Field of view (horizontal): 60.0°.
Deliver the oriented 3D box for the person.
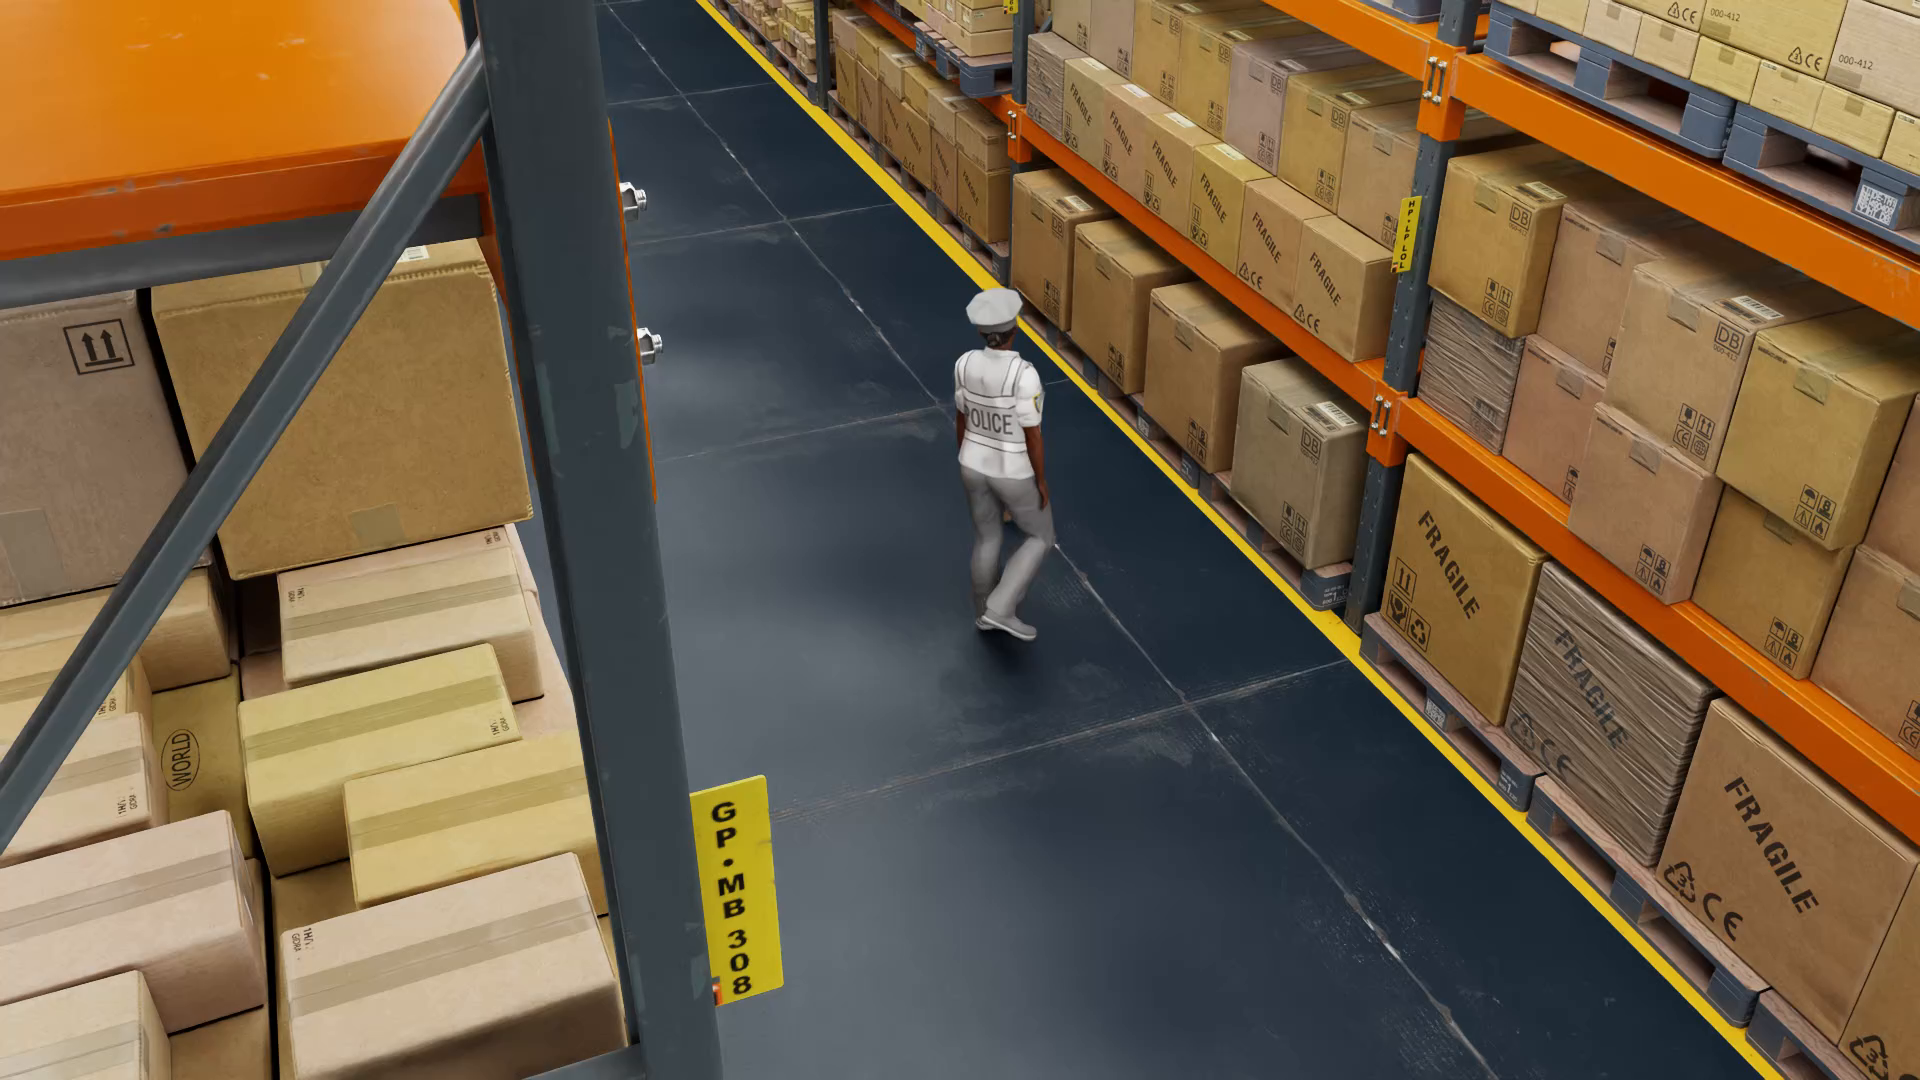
[{"bbox_3d":[0.172,-0.278,7.533,0.534,1.665,0.496,20,39,28],"label":"person"}]
